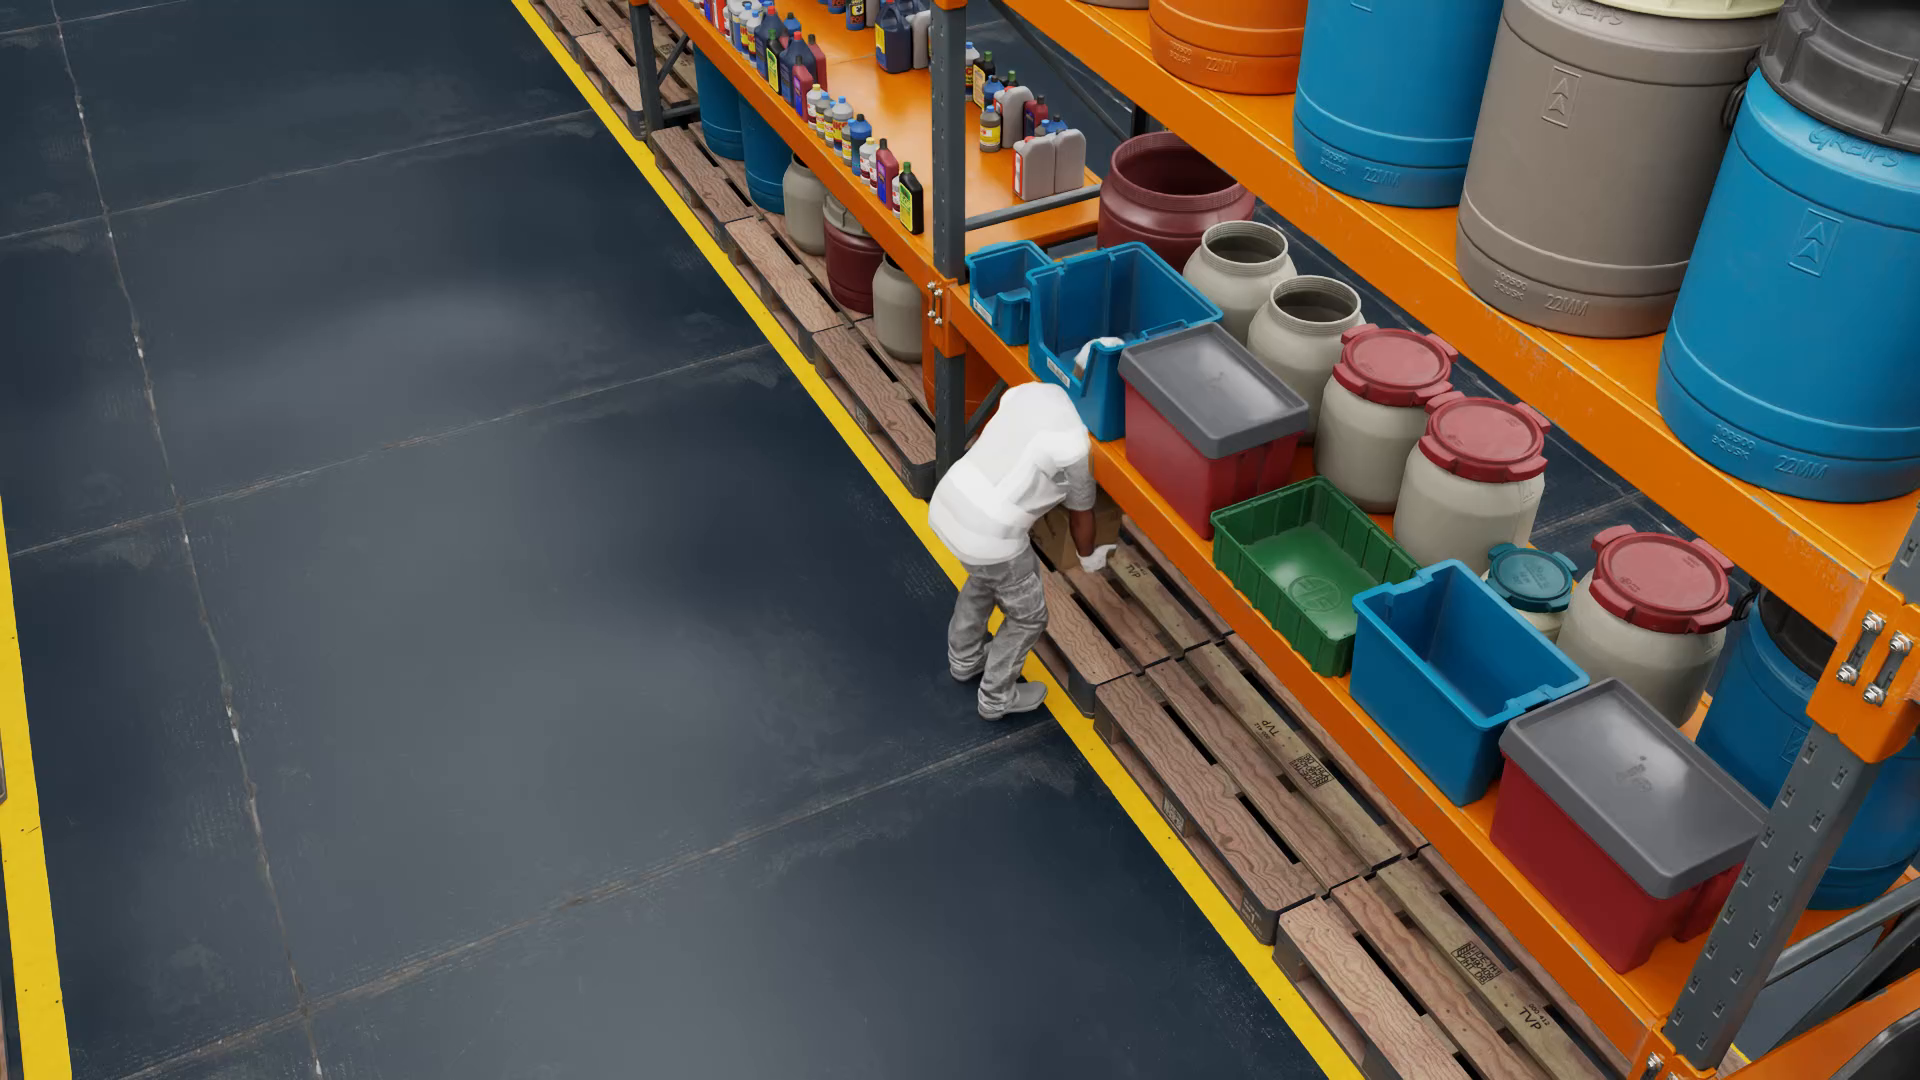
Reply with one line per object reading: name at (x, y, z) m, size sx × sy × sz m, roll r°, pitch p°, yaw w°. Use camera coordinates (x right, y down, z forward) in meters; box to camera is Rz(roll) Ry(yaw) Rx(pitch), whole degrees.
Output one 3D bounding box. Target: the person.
person at (0.283, -0.044, 6.380) m, size 0.822 × 1.537 × 0.492 m, roll -20°, pitch 45°, yaw -22°
